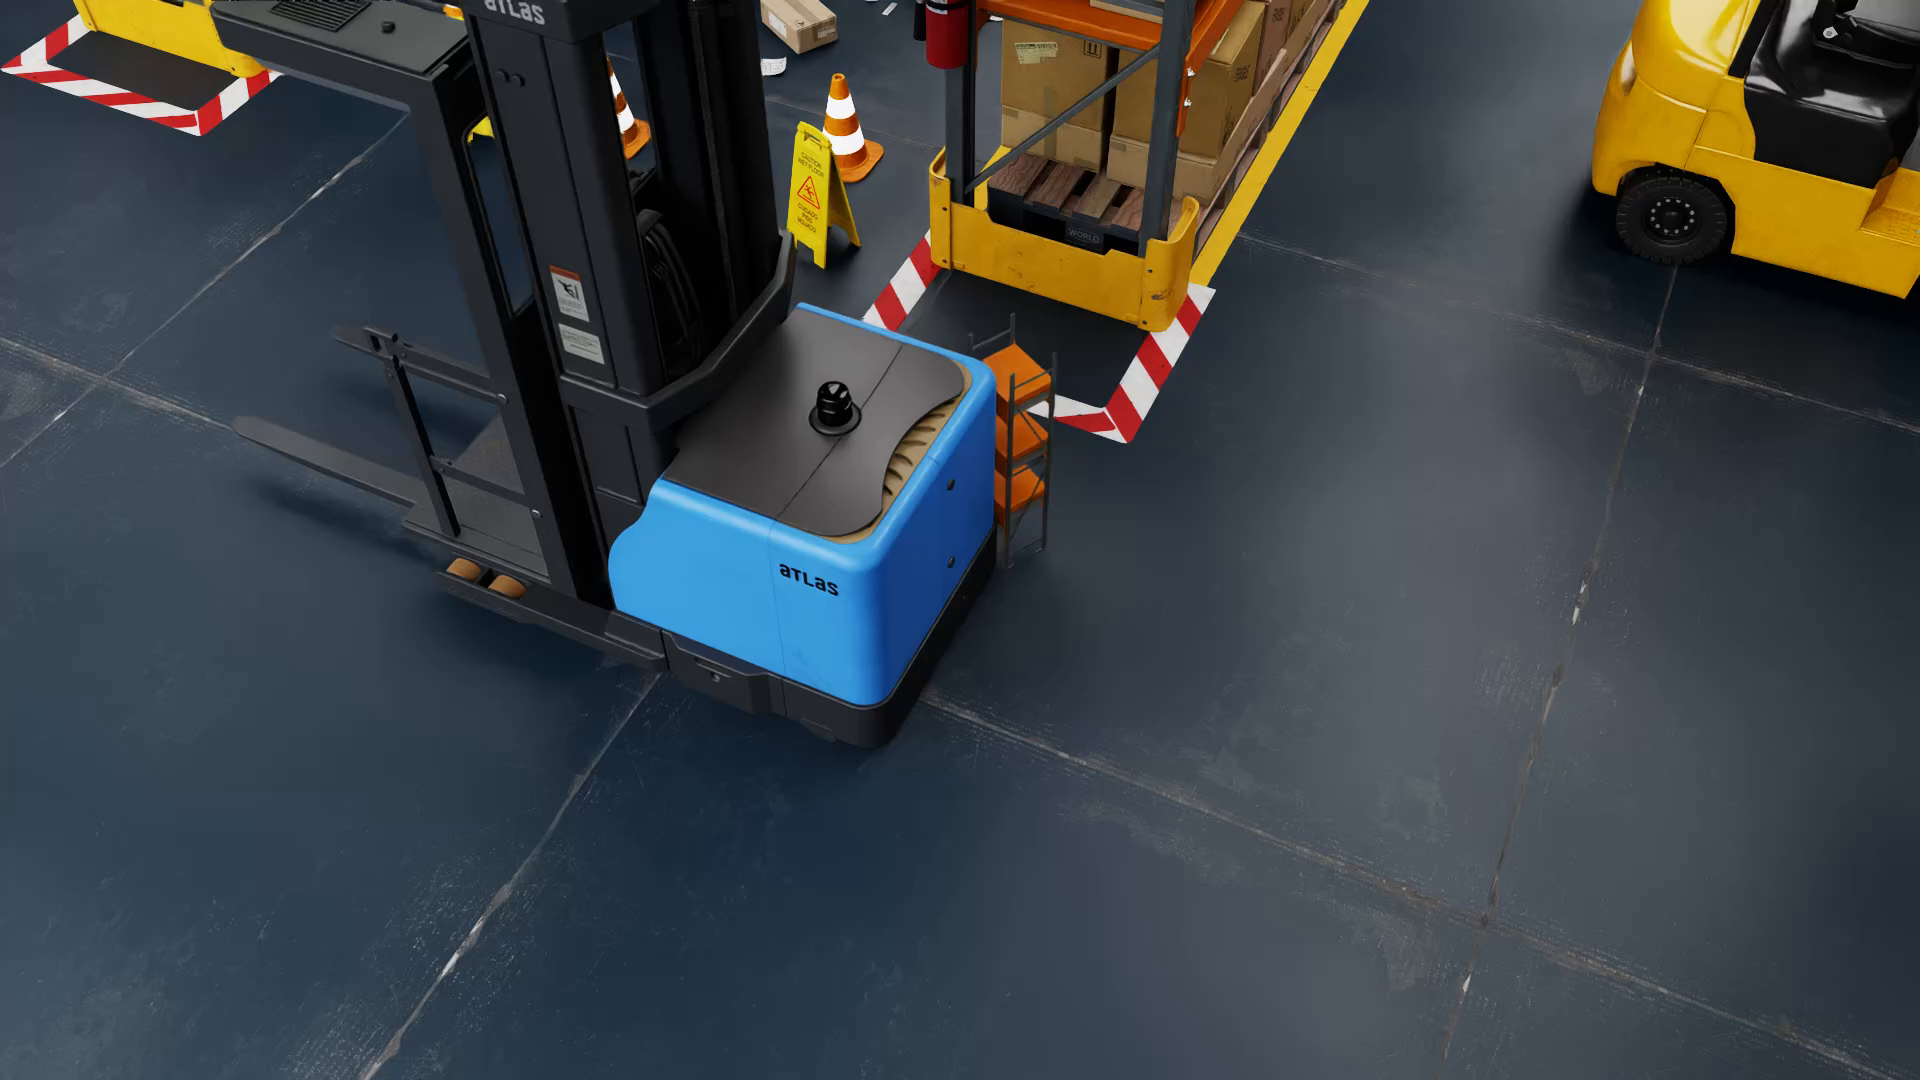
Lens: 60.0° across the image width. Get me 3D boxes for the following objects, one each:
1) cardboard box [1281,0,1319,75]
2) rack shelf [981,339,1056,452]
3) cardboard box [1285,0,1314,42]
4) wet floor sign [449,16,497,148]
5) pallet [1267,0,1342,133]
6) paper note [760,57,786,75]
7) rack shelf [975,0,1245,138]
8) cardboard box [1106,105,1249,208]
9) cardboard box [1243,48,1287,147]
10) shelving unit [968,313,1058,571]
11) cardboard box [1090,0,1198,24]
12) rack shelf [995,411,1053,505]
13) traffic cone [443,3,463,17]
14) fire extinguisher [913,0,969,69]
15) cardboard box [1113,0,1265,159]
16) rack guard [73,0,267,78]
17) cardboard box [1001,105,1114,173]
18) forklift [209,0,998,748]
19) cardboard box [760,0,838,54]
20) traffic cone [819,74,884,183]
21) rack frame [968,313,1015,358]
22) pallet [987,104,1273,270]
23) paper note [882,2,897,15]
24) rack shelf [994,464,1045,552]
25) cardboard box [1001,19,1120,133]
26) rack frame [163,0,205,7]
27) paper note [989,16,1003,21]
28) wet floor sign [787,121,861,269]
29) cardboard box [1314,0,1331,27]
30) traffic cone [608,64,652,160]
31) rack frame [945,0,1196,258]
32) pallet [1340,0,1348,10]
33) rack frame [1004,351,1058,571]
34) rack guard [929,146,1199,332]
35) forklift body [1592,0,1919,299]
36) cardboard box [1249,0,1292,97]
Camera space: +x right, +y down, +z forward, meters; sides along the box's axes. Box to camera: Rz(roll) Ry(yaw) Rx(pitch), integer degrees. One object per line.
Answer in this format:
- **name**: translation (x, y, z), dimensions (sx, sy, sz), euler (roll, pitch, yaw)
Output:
- **cardboard box**: translation (1.454, -2.568, 8.311), dimensions (0.500, 0.250, 0.500), euler (23, 53, 18)
- **rack shelf**: translation (0.183, -0.518, 5.958), dimensions (0.215, 0.259, 0.240), euler (-29, 55, -22)
- **cardboard box**: translation (1.458, -2.803, 8.018), dimensions (0.500, 0.500, 0.500), euler (21, 53, 17)
- **wet floor sign**: translation (-2.328, -2.243, 8.050), dimensions (0.267, 0.644, 0.232), euler (12, 51, 10)
- **pallet**: translation (1.347, -2.663, 8.692), dimensions (1.003, 0.211, 1.213), euler (20, 52, 16)
- **paper note**: translation (-0.983, -2.465, 8.643), dimensions (0.148, 0.019, 0.142), euler (4, 50, 3)
- **rack shelf**: translation (1.267, -3.273, 7.853), dimensions (1.077, 0.370, 4.000), euler (20, 52, 16)
- **cardboard box**: translation (1.007, -1.839, 7.690), dimensions (0.500, 0.250, 0.500), euler (19, 52, 16)
- **cardboard box**: translation (1.232, -2.188, 7.987), dimensions (0.500, 0.250, 0.500), euler (22, 53, 17)
- **shelving unit**: translation (0.183, -0.341, 6.166), dimensions (0.215, 1.050, 0.252), euler (-29, 55, -22)
- **cardboard box**: translation (0.745, -2.214, 6.644), dimensions (0.380, 0.149, 0.250), euler (20, 52, 16)
- **rack shelf**: translation (0.183, -0.334, 6.174), dimensions (0.215, 0.259, 0.240), euler (-29, 55, -22)
- **traffic cone**: translation (-2.595, -2.751, 8.603), dimensions (0.336, 0.463, 0.334), euler (20, 52, 16)
- **fire extinguisher**: translation (-0.053, -2.175, 6.497), dimensions (0.296, 0.674, 0.183), euler (20, 52, 16)
- **cardboard box**: translation (1.017, -2.099, 7.419), dimensions (0.500, 0.500, 0.500), euler (18, 52, 15)
- **rack guard**: translation (-4.116, -2.843, 8.656), dimensions (1.175, 0.500, 0.348), euler (20, 52, 16)
- **cardboard box**: translation (0.525, -2.035, 7.857), dimensions (0.500, 0.250, 0.500), euler (20, 52, 16)
- **forklift**: translation (-1.417, -1.000, 5.491), dimensions (3.031, 2.935, 1.130), euler (20, 52, 16)
- **cardboard box**: translation (-0.854, -2.764, 8.820), dimensions (0.250, 0.149, 0.380), euler (-28, 55, -22)
- **traffic cone**: translation (-0.570, -2.023, 7.982), dimensions (0.336, 0.463, 0.334), euler (20, 52, 16)
- **rack frame**: translation (0.112, -0.417, 6.231), dimensions (0.200, 1.050, 0.008), euler (-29, 55, -22)
- **pallet**: translation (0.824, -1.826, 7.980), dimensions (1.003, 0.211, 1.213), euler (20, 52, 16)
- **paper note**: translation (-0.380, -2.877, 9.007), dimensions (0.032, 0.001, 0.123), euler (20, 52, 16)
- **rack shelf**: translation (0.183, -0.154, 6.386), dimensions (0.215, 0.259, 0.240), euler (-29, 55, -22)
- **cardboard box**: translation (0.519, -2.253, 7.550), dimensions (0.500, 0.500, 0.500), euler (20, 53, 16)
- **rack frame**: translation (-4.106, -3.670, 7.718), dimensions (1.000, 3.000, 0.127), euler (20, 52, 16)
- **paper note**: translation (0.203, -2.852, 8.971), dimensions (0.142, 0.019, 0.148), euler (4, 50, 3)
- **wet floor sign**: translation (-0.636, -1.583, 7.489), dimensions (0.232, 0.644, 0.267), euler (-37, 59, -27)
- **cardboard box**: translation (1.672, -2.915, 8.606), dimensions (0.500, 0.250, 0.500), euler (21, 53, 17)
- **traffic cone**: translation (-1.719, -2.150, 8.090), dimensions (0.336, 0.463, 0.334), euler (20, 52, 16)
- **rack frame**: translation (0.413, -2.129, 6.407), dimensions (1.000, 3.000, 0.127), euler (20, 52, 16)
- **pallet**: translation (1.867, -3.506, 9.410), dimensions (1.003, 0.211, 1.213), euler (20, 52, 16)
- **rack frame**: translation (0.253, -0.266, 6.102), dimensions (0.200, 1.050, 0.008), euler (-29, 55, -22)
- **rack guard**: translation (0.445, -1.371, 7.404), dimensions (1.175, 0.500, 0.348), euler (20, 52, 16)
- **forklift body**: translation (4.063, -2.141, 6.974), dimensions (2.313, 2.155, 1.214), euler (20, 52, 16)
- **cardboard box**: translation (1.236, -2.460, 7.726), dimensions (0.500, 0.500, 0.500), euler (18, 52, 15)
